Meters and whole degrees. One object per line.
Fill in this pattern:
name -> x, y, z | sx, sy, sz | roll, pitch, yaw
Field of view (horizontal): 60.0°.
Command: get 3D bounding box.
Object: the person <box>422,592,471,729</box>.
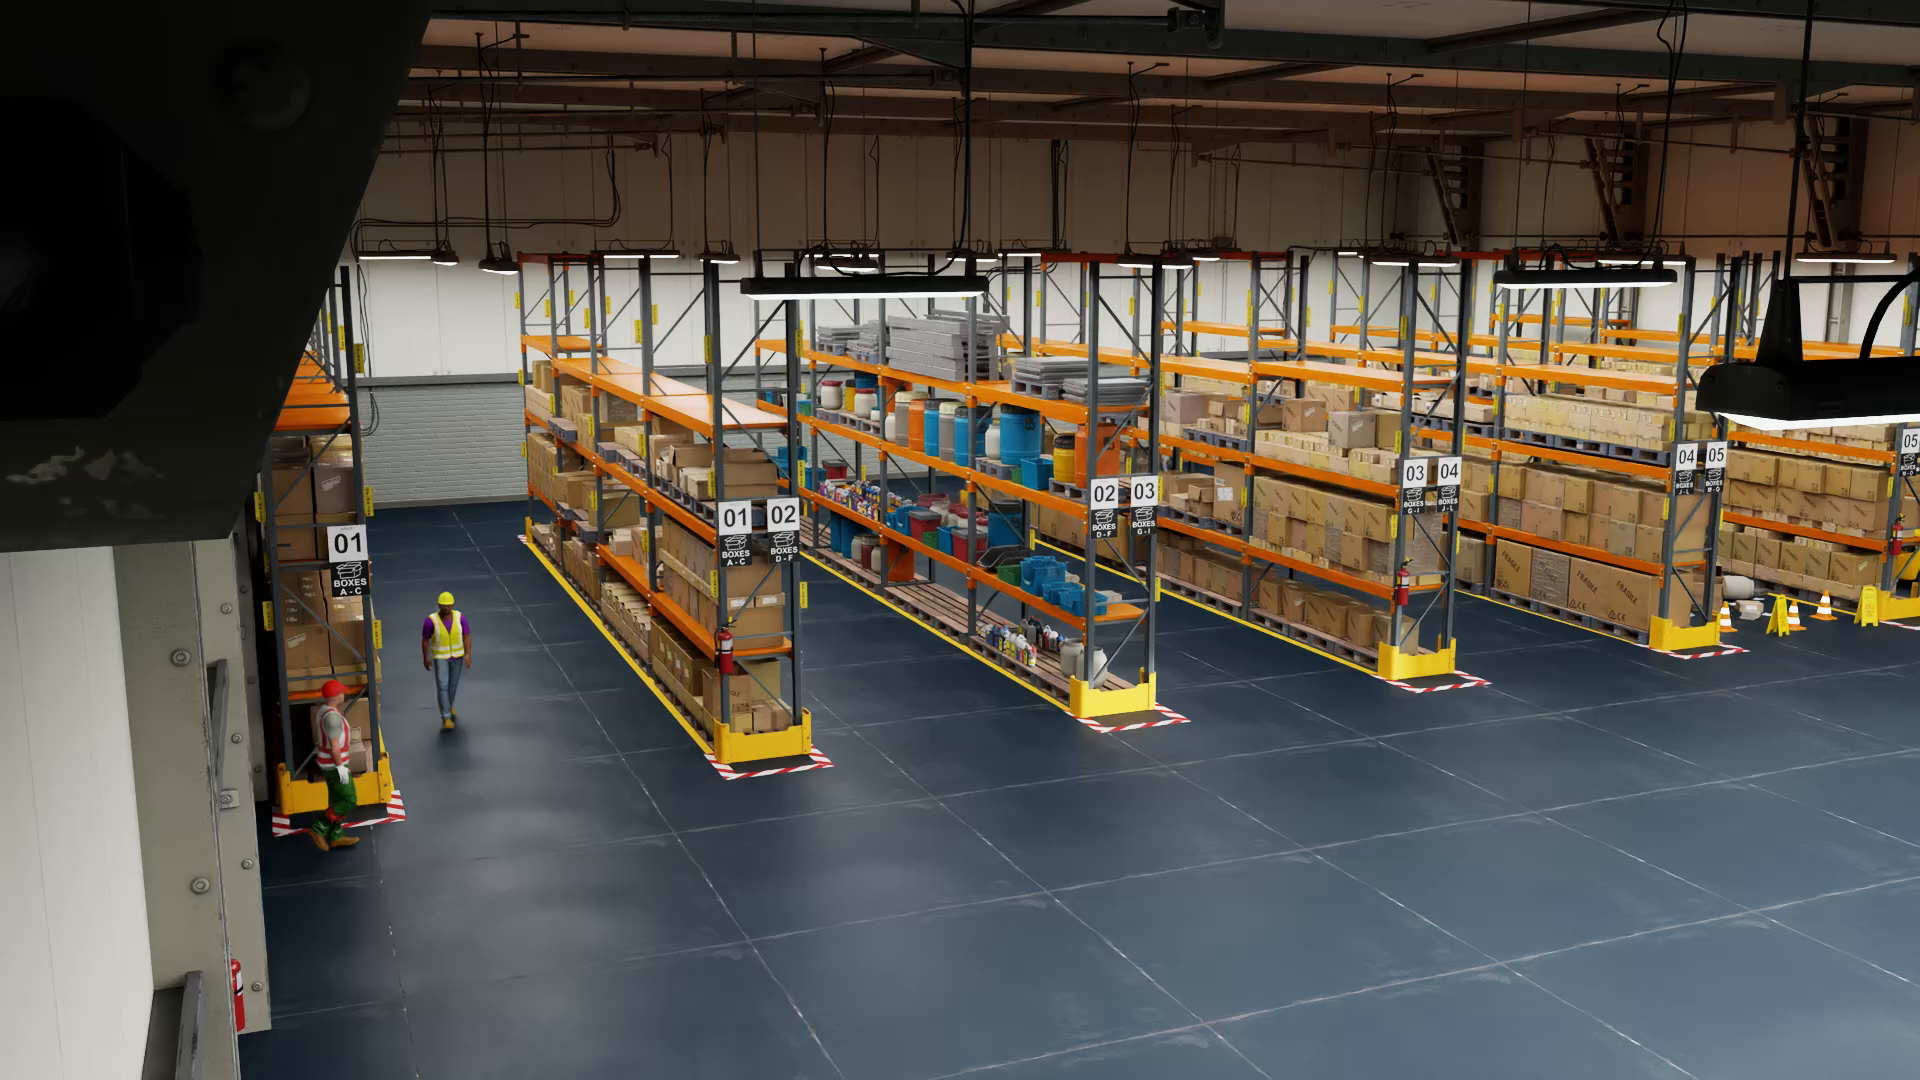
person -> -6.673, 1.532, 21.747 | 0.584, 1.712, 0.989 | -7, 13, -35

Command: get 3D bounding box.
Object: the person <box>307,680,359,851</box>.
person -> -6.535, 2.338, 17.208 | 0.510, 1.788, 0.573 | -5, 11, -25

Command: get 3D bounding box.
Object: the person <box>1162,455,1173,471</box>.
person -> 5.459, -2.335, 43.361 | 0.842, 1.558, 0.399 | -7, 12, -33
